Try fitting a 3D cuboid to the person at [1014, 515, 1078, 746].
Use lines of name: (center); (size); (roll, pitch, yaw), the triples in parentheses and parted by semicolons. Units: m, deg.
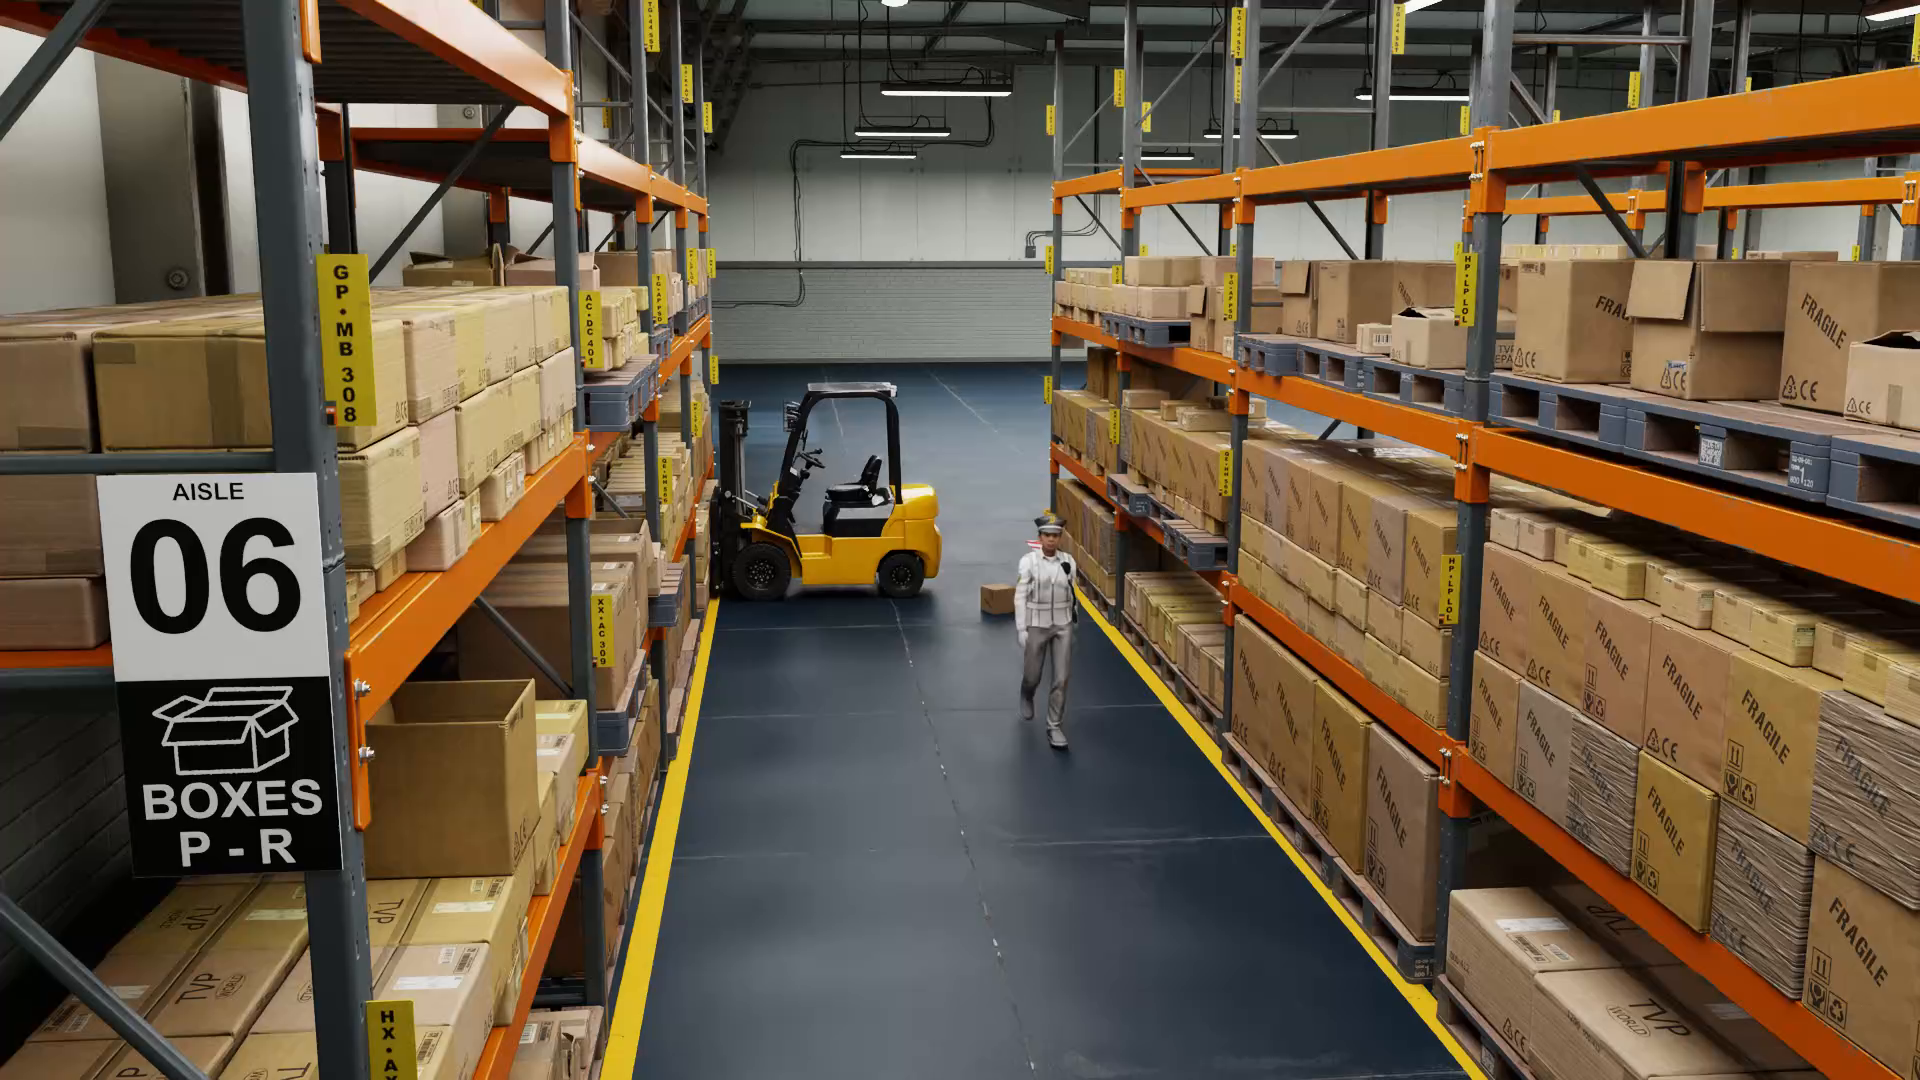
person: (0.630, 0.628, 12.212); (0.485, 1.669, 0.679); (-1, 10, -8)
